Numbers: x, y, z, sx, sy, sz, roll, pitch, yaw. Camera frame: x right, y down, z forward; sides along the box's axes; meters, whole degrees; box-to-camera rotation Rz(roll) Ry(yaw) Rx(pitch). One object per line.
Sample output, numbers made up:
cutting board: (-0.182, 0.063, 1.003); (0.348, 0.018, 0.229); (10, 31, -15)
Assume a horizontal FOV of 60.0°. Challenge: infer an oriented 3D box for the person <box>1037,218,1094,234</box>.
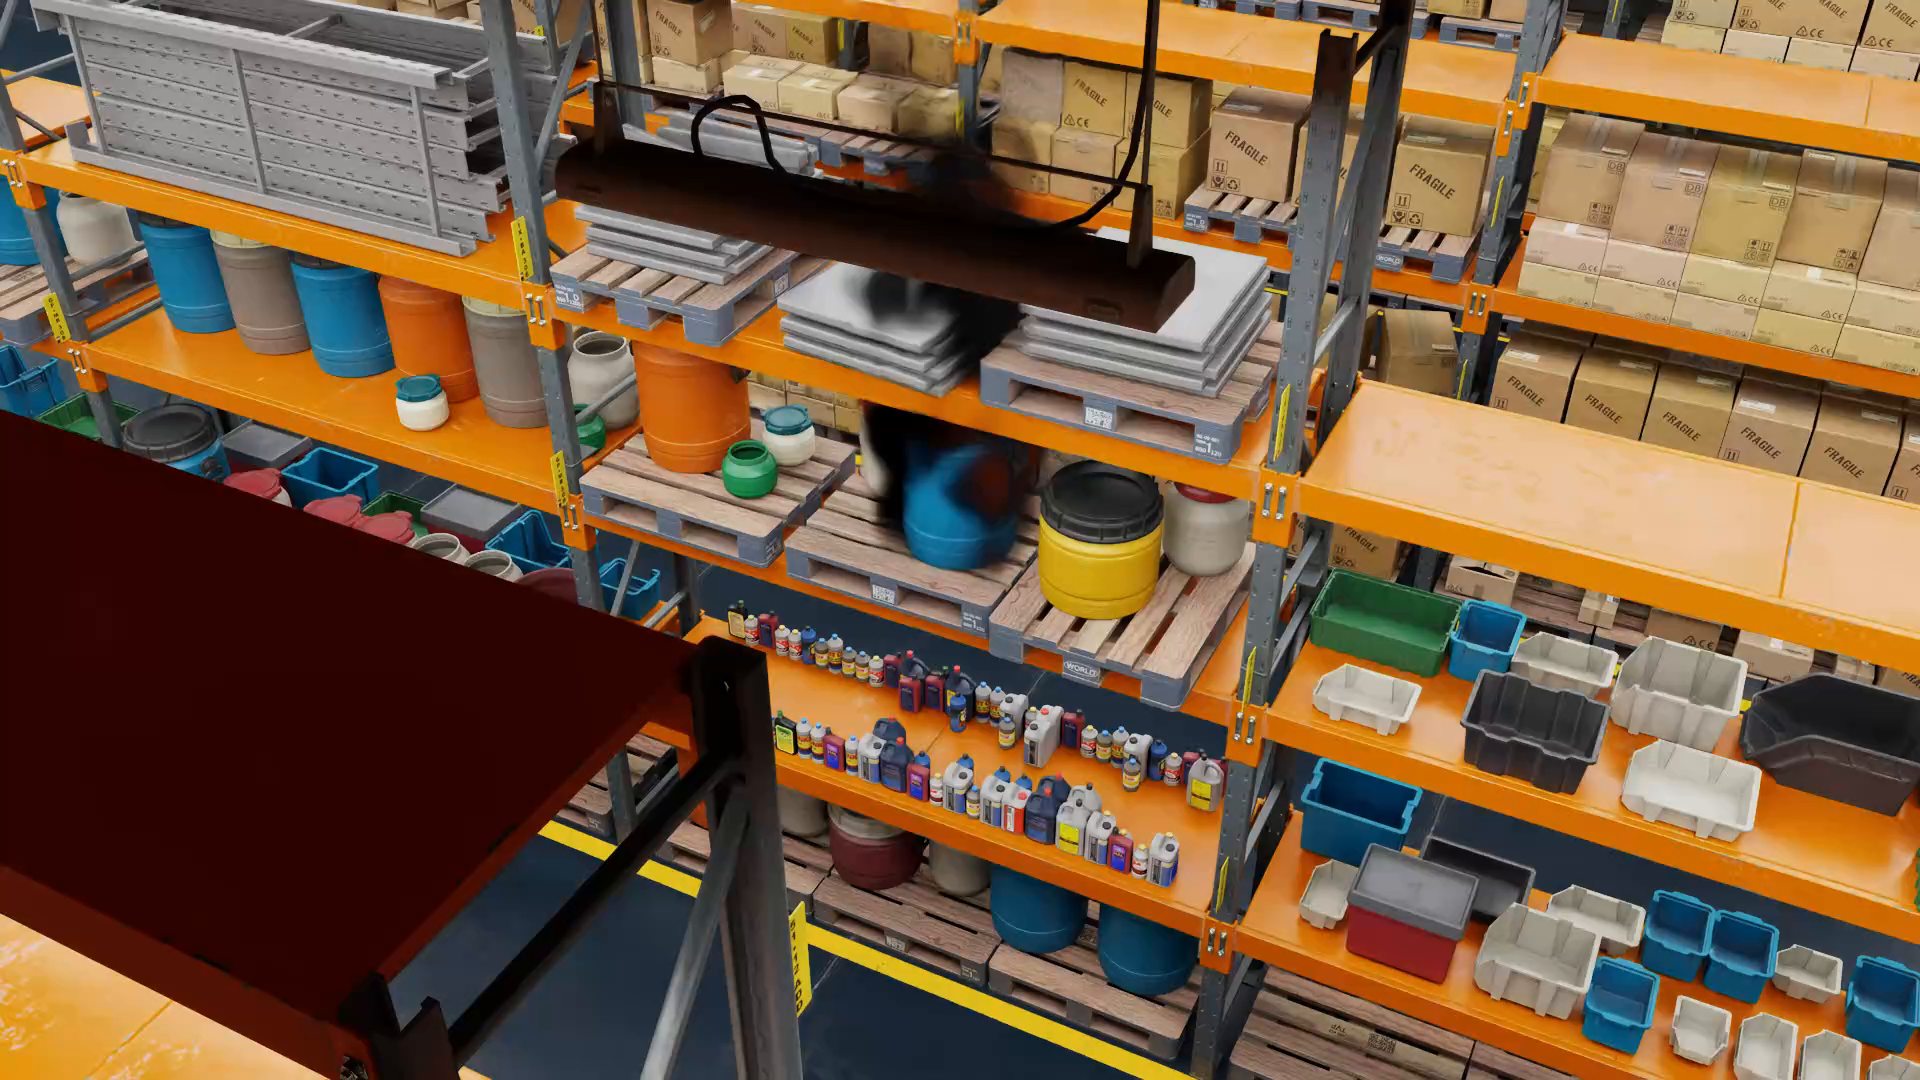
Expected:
person: (1.119, -2.830, 16.373); (0.828, 1.846, 0.669); (10, 36, 13)
